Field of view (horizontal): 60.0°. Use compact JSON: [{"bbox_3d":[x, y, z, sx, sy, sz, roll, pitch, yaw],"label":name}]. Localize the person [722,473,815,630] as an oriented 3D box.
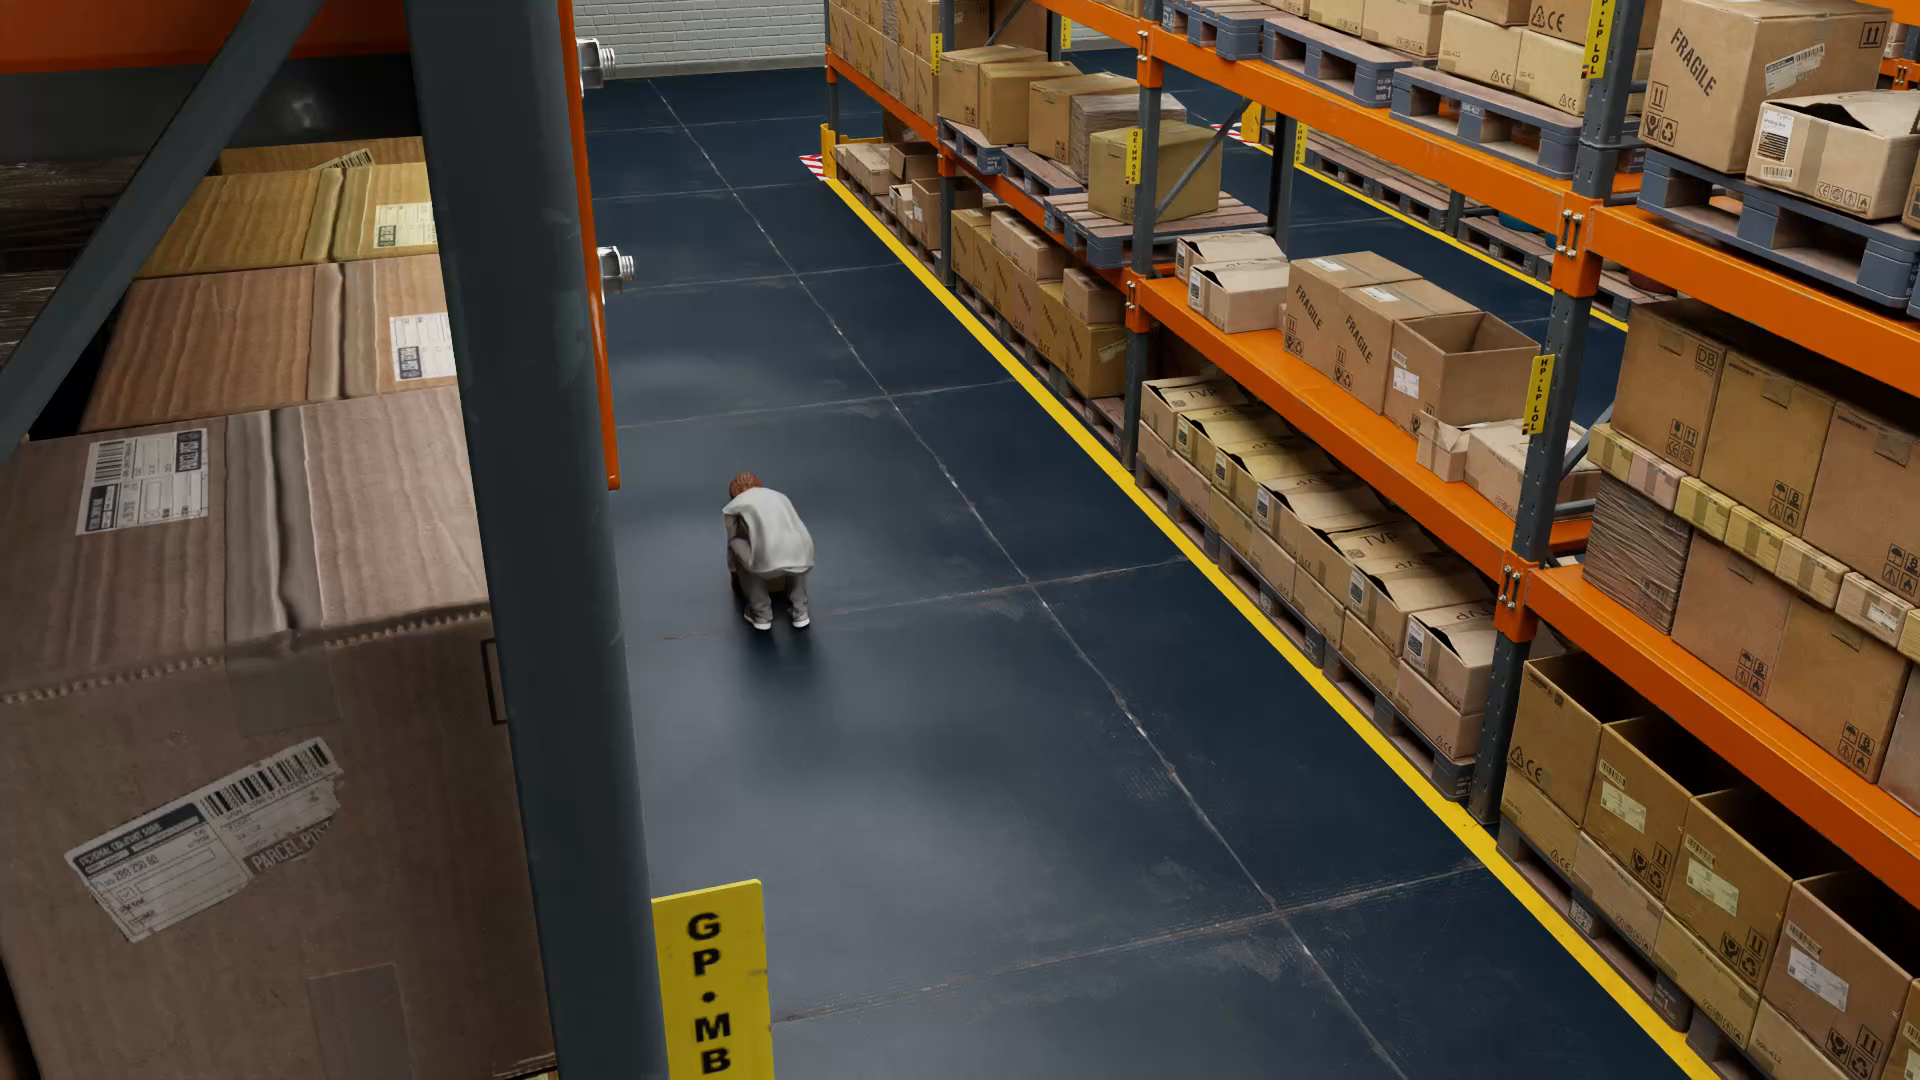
[{"bbox_3d":[-1.036,0.084,8.993,0.418,0.701,0.862,-9,28,-17],"label":"person"}]
